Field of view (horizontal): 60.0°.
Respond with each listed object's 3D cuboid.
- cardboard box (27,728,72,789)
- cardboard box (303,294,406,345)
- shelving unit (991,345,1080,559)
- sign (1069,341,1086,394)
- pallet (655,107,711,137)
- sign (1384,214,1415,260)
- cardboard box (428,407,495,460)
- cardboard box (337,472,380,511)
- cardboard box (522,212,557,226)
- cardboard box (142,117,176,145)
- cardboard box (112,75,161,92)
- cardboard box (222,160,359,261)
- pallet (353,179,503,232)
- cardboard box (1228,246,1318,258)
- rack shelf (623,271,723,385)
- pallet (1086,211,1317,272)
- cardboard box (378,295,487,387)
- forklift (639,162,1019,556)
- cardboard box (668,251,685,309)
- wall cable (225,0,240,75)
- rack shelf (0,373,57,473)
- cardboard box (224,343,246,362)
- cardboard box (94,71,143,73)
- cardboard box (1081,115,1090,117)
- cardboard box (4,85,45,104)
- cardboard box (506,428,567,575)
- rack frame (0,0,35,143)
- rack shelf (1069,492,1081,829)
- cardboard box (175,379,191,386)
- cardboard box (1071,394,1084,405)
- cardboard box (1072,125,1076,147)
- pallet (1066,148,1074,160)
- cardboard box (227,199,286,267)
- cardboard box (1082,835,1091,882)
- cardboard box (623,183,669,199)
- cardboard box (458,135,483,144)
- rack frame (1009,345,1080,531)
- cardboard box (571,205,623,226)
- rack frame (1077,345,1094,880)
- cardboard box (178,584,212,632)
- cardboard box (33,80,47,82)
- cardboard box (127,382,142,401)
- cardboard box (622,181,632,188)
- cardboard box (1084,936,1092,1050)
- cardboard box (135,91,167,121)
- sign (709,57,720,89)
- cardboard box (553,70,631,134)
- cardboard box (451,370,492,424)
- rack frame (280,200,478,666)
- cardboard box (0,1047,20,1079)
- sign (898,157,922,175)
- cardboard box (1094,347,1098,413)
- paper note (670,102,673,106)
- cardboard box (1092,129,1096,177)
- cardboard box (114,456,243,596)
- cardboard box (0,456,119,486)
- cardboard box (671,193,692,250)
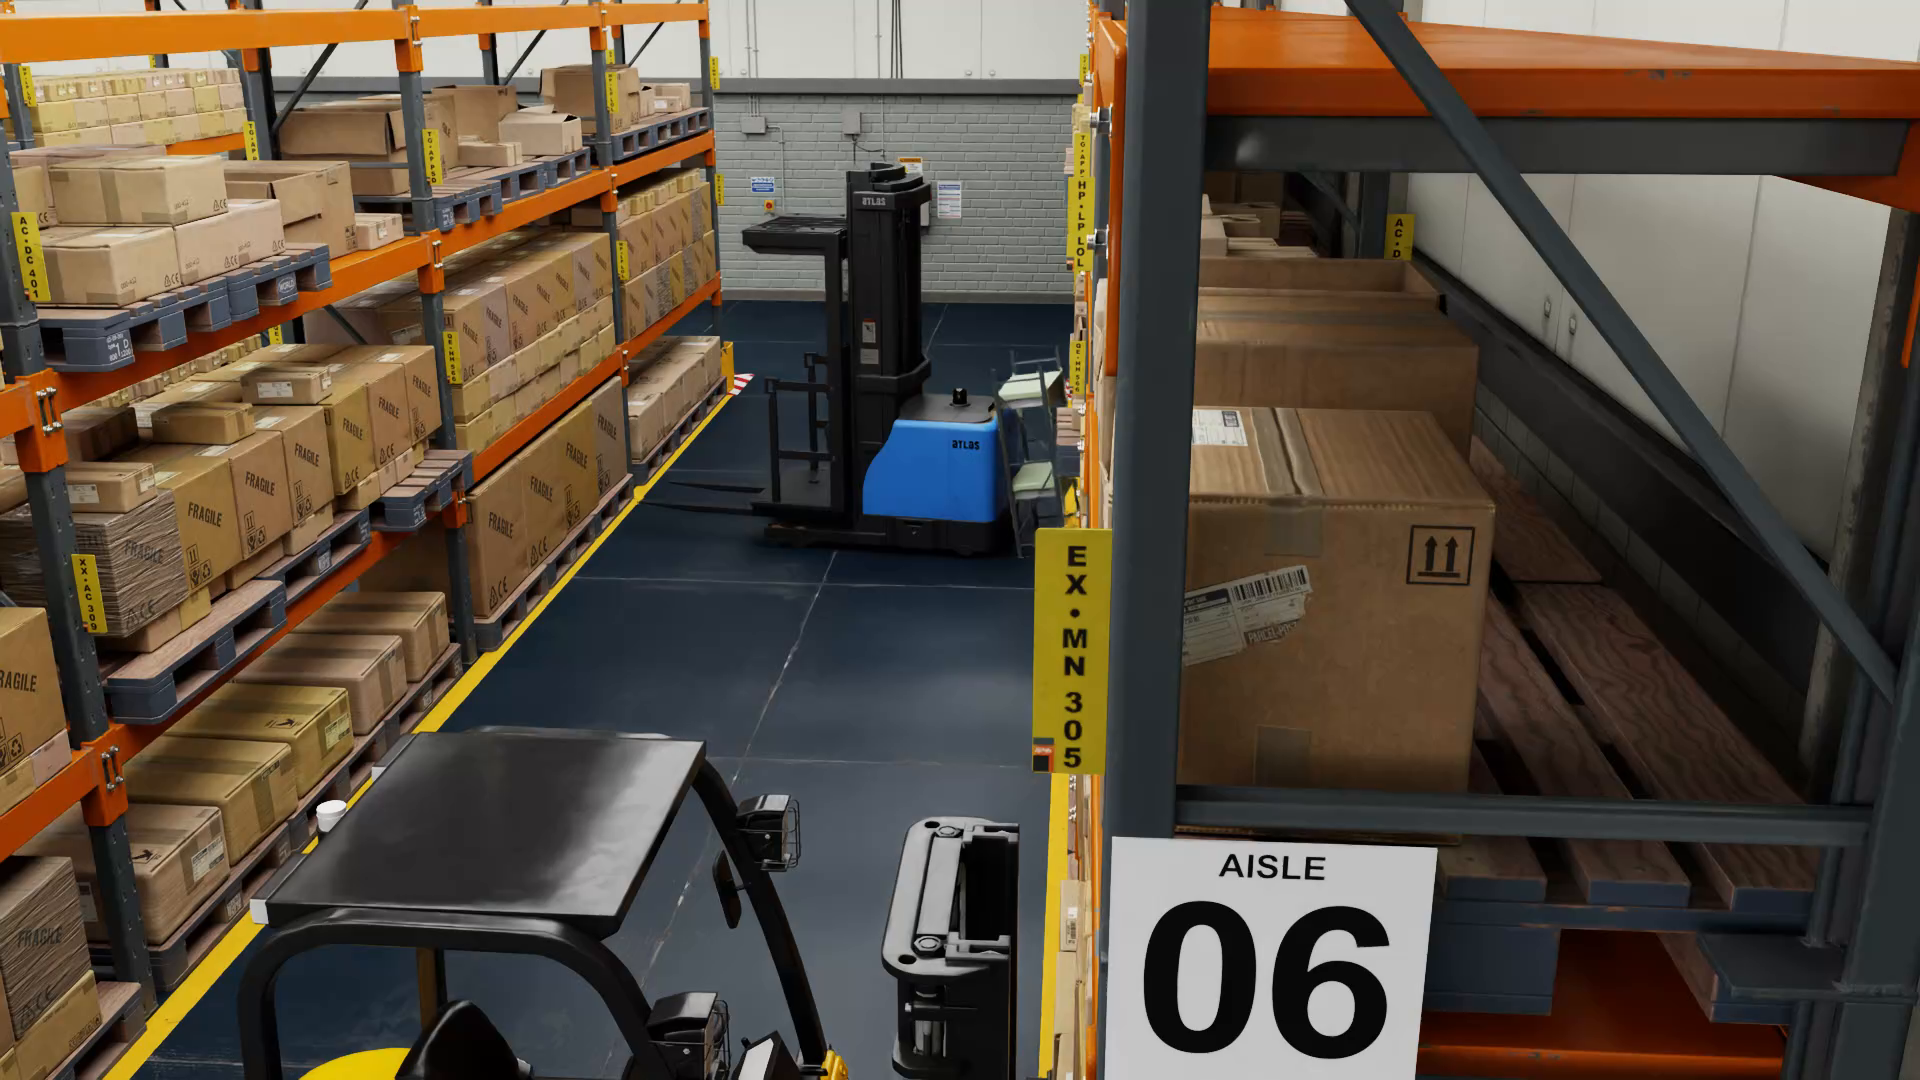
[{"bbox_3d":[-3.702,0.840,6.444,0.380,0.149,0.250,1,18,3],"label":"cardboard box"},{"bbox_3d":[-3.920,-1.317,10.859,0.500,0.500,0.500,1,18,2],"label":"cardboard box"},{"bbox_3d":[0.619,-0.696,13.042,0.431,1.500,0.755,-5,16,15],"label":"shelving unit"},{"bbox_3d":[0.713,-1.040,10.047,0.100,0.325,0.005,1,18,4],"label":"sign"},{"bbox_3d":[-3.165,-4.265,16.947,1.003,0.211,1.213,1,18,4],"label":"pallet"},{"bbox_3d":[1.522,-0.973,5.800,0.100,0.325,0.005,1,18,4],"label":"sign"},{"bbox_3d":[-3.410,-0.703,10.992,0.500,0.250,0.500,1,18,3],"label":"cardboard box"},{"bbox_3d":[-3.437,-0.273,9.168,0.380,0.149,0.250,2,18,5],"label":"cardboard box"},{"bbox_3d":[-3.705,-2.804,14.355,0.380,0.149,0.250,1,18,3],"label":"cardboard box"},{"bbox_3d":[-7.933,-3.921,15.995,0.500,0.250,0.500,2,18,6],"label":"cardboard box"},{"bbox_3d":[-7.930,-4.386,15.970,0.380,0.149,0.250,1,18,2],"label":"cardboard box"},{"bbox_3d":[-3.774,-1.807,9.142,0.700,0.500,0.500,1,18,4],"label":"cardboard box"},{"bbox_3d":[-3.703,-2.165,10.698,1.213,0.211,1.003,2,18,6],"label":"pallet"},{"bbox_3d":[1.225,-1.088,6.678,0.380,0.149,0.250,1,18,4],"label":"cardboard box"},{"bbox_3d":[-3.266,-2.149,16.321,1.077,0.370,4.000,1,18,4],"label":"rack shelf"},{"bbox_3d":[1.296,-1.641,9.100,1.213,0.211,1.003,2,18,6],"label":"pallet"},{"bbox_3d":[-3.417,-1.298,10.801,0.500,0.500,0.500,1,18,2],"label":"cardboard box"},{"bbox_3d":[-1.089,-1.489,13.260,3.031,2.935,1.130,4,19,12],"label":"forklift"},{"bbox_3d":[-2.995,-2.528,16.161,0.500,0.500,0.500,2,18,6],"label":"cardboard box"},{"bbox_3d":[-9.164,-9.393,22.469,2.277,5.999,0.120,1,18,4],"label":"wall cable"},{"bbox_3d":[-4.126,0.152,4.480,1.077,0.370,4.000,1,18,4],"label":"rack shelf"},{"bbox_3d":[-7.819,-1.989,17.624,0.380,0.149,0.250,1,18,3],"label":"cardboard box"},{"bbox_3d":[-8.464,-4.640,16.748,0.380,0.149,0.250,2,18,5],"label":"cardboard box"},{"bbox_3d":[1.059,-2.970,11.944,0.380,0.149,0.250,1,18,4],"label":"cardboard box"},{"bbox_3d":[-8.091,-3.815,14.230,0.380,0.149,0.250,1,18,3],"label":"cardboard box"},{"bbox_3d":[-3.496,-0.307,12.281,0.875,0.875,0.875,2,18,5],"label":"cardboard box"},{"bbox_3d":[-8.354,-4.800,13.621,1.000,3.000,0.127,1,18,4],"label":"rack frame"},{"bbox_3d":[1.112,0.445,8.404,1.077,0.370,4.000,1,18,4],"label":"rack shelf"},{"bbox_3d":[-7.909,-1.520,16.670,0.380,0.149,0.250,1,18,4],"label":"cardboard box"},{"bbox_3d":[1.008,-0.981,11.167,0.500,0.250,0.500,0,18,1],"label":"cardboard box"},{"bbox_3d":[1.071,-3.150,12.971,0.380,0.149,0.250,1,18,5],"label":"cardboard box"},{"bbox_3d":[1.425,-2.896,12.927,1.213,0.211,1.003,1,18,4],"label":"pallet"},{"bbox_3d":[-3.492,-1.426,7.707,0.500,0.250,0.500,1,18,3],"label":"cardboard box"},{"bbox_3d":[0.620,1.128,5.003,0.500,0.500,0.500,1,18,3],"label":"cardboard box"},{"bbox_3d":[-3.023,-3.349,16.018,0.380,0.149,0.250,2,18,6],"label":"cardboard box"},{"bbox_3d":[-3.849,-2.999,12.642,0.380,0.166,0.250,0,18,0],"label":"cardboard box"},{"bbox_3d":[0.700,-0.807,13.381,0.400,1.500,0.023,-5,16,15],"label":"rack frame"},{"bbox_3d":[-3.128,-2.793,14.323,0.380,0.149,0.250,1,18,3],"label":"cardboard box"},{"bbox_3d":[0.968,0.724,6.396,1.000,3.000,0.127,1,18,4],"label":"rack frame"},{"bbox_3d":[-3.601,0.292,7.443,0.380,0.149,0.250,2,18,5],"label":"cardboard box"},{"bbox_3d":[-8.483,-4.072,15.013,0.380,0.149,0.250,2,18,6],"label":"cardboard box"},{"bbox_3d":[-8.079,-1.425,15.902,0.380,0.149,0.250,1,18,2],"label":"cardboard box"},{"bbox_3d":[-3.472,-3.513,16.520,0.380,0.149,0.250,1,18,4],"label":"cardboard box"},{"bbox_3d":[0.476,1.035,3.767,0.380,0.149,0.250,2,18,5],"label":"cardboard box"},{"bbox_3d":[-7.969,-4.160,15.923,0.500,0.250,0.500,0,18,2],"label":"cardboard box"},{"bbox_3d":[-2.582,-4.905,17.462,0.100,0.325,0.005,1,18,4],"label":"sign"},{"bbox_3d":[-3.158,-3.768,14.293,0.500,0.500,0.500,2,18,5],"label":"cardboard box"},{"bbox_3d":[-3.413,-0.946,10.931,0.500,0.250,0.500,1,18,4],"label":"cardboard box"},{"bbox_3d":[-3.696,-0.628,10.522,1.000,3.000,0.127,1,18,4],"label":"rack frame"},{"bbox_3d":[-3.785,2.077,6.009,0.500,0.250,0.500,1,18,2],"label":"cardboard box"},{"bbox_3d":[-0.697,-5.230,23.241,0.339,0.242,0.001,1,18,4],"label":"sign"},{"bbox_3d":[0.578,-0.458,4.754,0.380,0.149,0.250,2,18,6],"label":"cardboard box"},{"bbox_3d":[-2.693,-4.074,15.541,0.006,0.032,0.123,1,18,4],"label":"paper note"},{"bbox_3d":[0.887,-1.703,7.989,0.500,0.500,0.500,2,18,5],"label":"cardboard box"},{"bbox_3d":[-3.628,-0.069,7.503,0.500,0.500,0.500,1,18,4],"label":"cardboard box"},{"bbox_3d":[-4.144,-0.077,7.527,0.500,0.500,0.500,1,18,4],"label":"cardboard box"},{"bbox_3d":[-2.967,-3.164,16.494,0.500,0.500,0.500,1,18,4],"label":"cardboard box"}]
